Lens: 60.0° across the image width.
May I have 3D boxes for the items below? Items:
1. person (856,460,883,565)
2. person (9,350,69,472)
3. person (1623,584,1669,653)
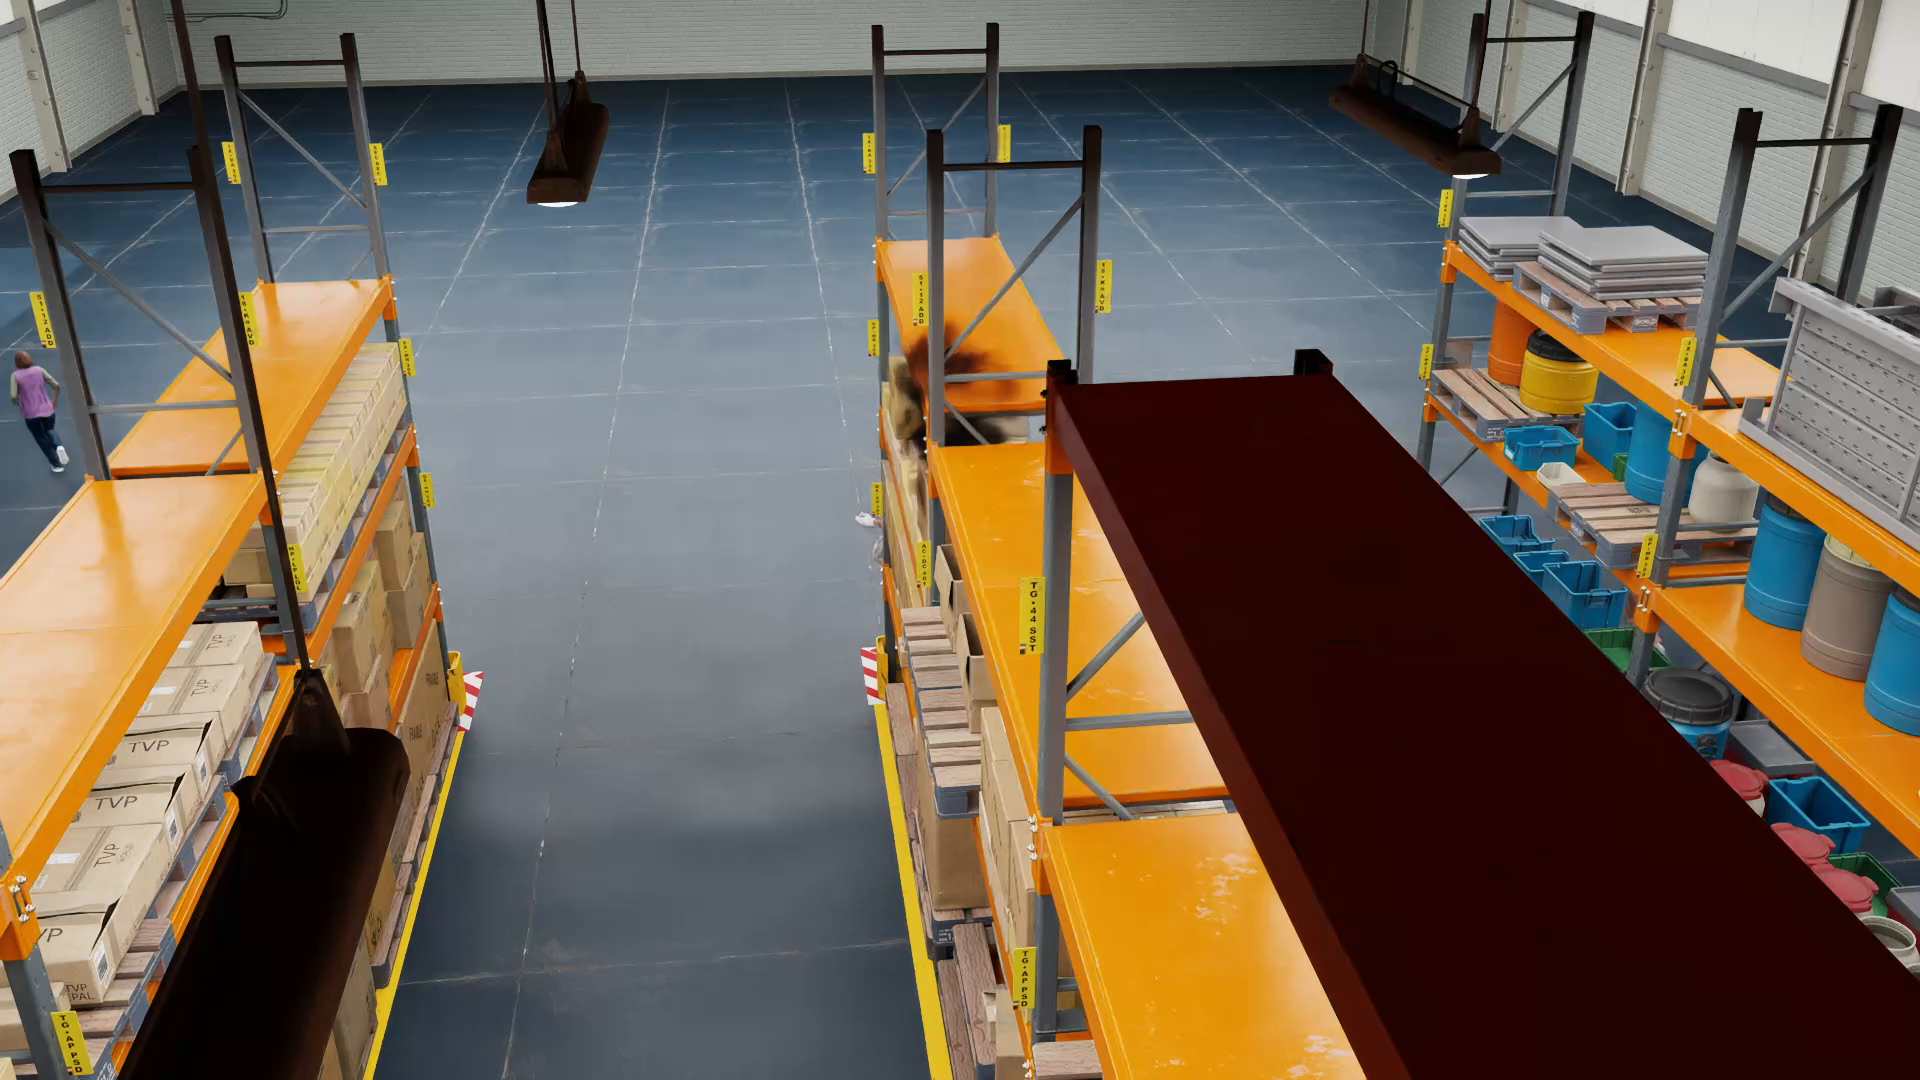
[{"bbox_3d":[-0.654,-0.057,16.600,0.687,1.731,0.704,6,26,12],"label":"person"},{"bbox_3d":[-11.008,-1.509,19.893,0.534,1.557,0.553,23,34,39],"label":"person"},{"bbox_3d":[6.485,0.500,15.628,0.620,1.633,0.582,-3,26,-6],"label":"person"}]
